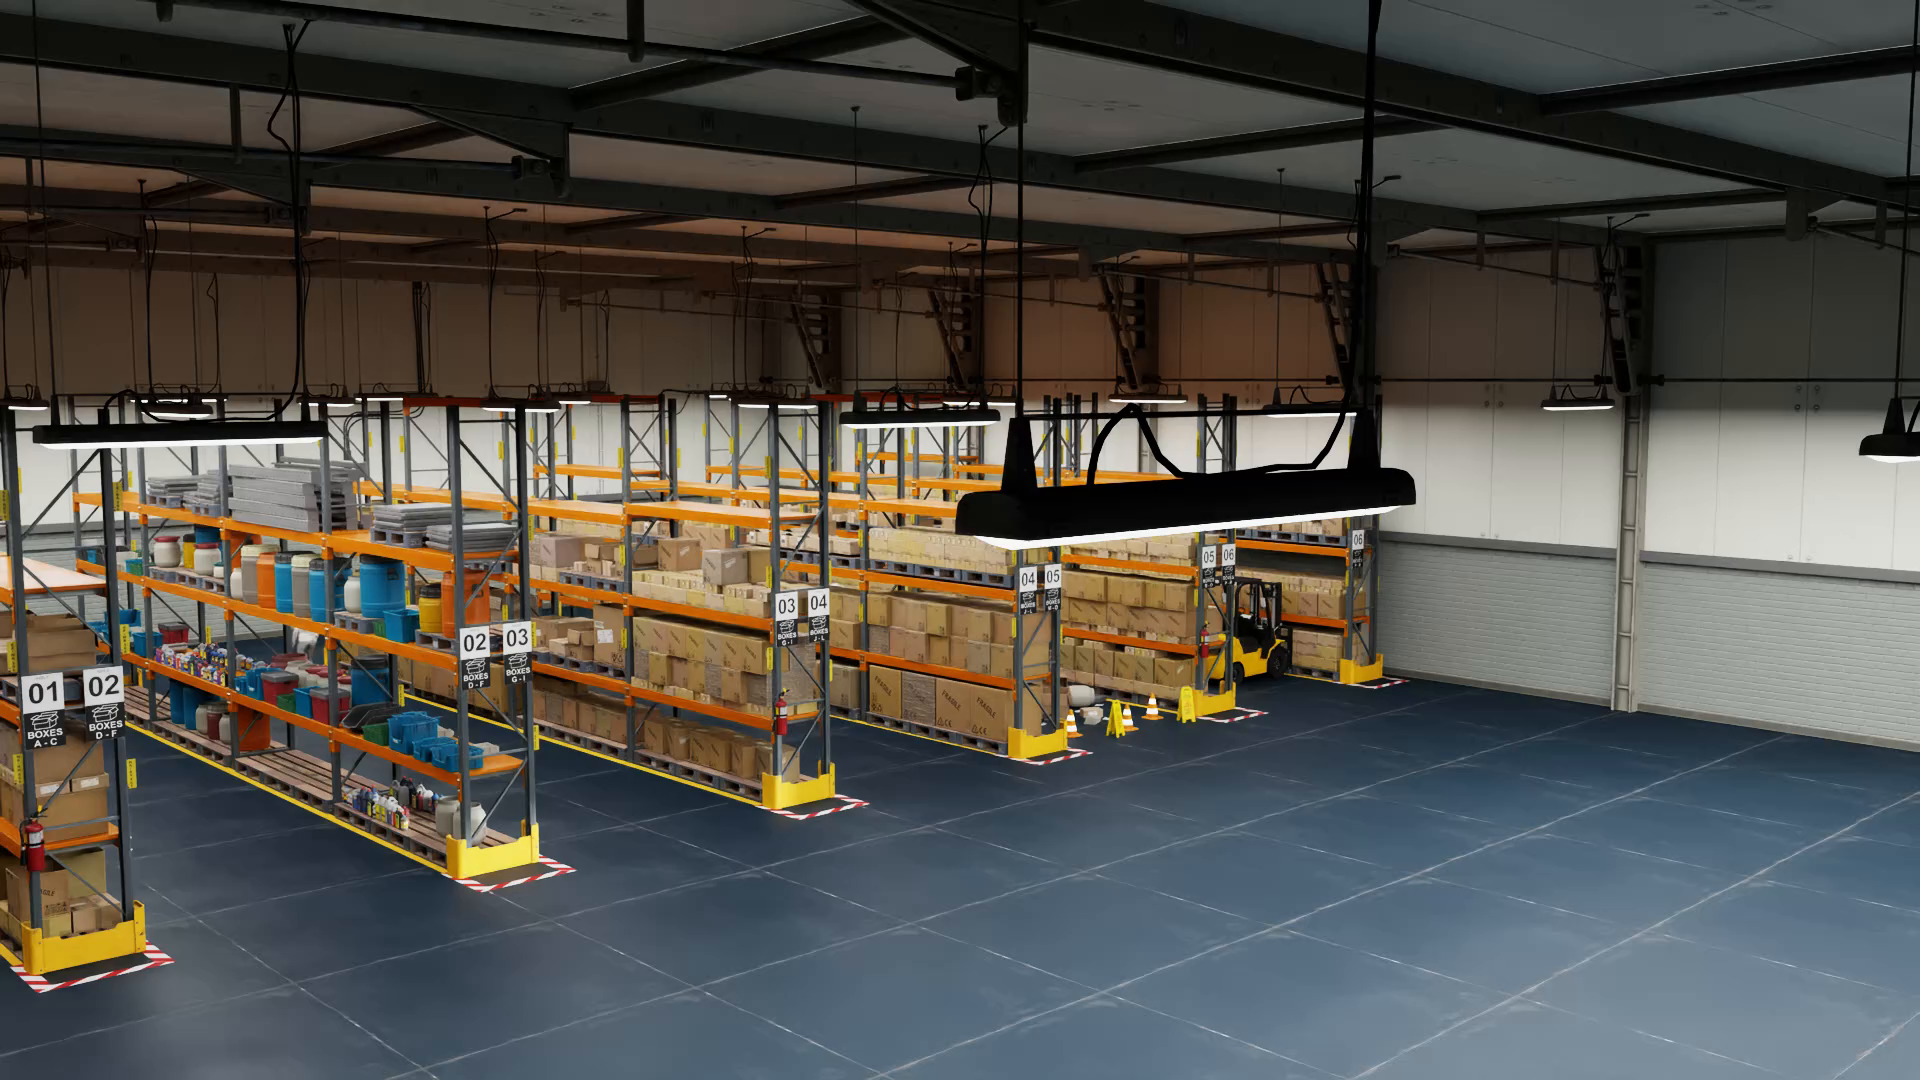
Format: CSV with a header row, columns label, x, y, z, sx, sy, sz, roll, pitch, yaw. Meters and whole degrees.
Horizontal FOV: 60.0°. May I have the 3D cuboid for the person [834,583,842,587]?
label,x,y,z,sx,sy,sz,roll,pitch,yaw
person,-2.809,1.852,37.170,0.464,1.771,0.638,5,8,43

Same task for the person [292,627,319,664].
label,x,y,z,sx,sy,sz,roll,pitch,yaw
person,-13.557,2.178,34.564,0.542,1.646,0.630,-5,7,-42
